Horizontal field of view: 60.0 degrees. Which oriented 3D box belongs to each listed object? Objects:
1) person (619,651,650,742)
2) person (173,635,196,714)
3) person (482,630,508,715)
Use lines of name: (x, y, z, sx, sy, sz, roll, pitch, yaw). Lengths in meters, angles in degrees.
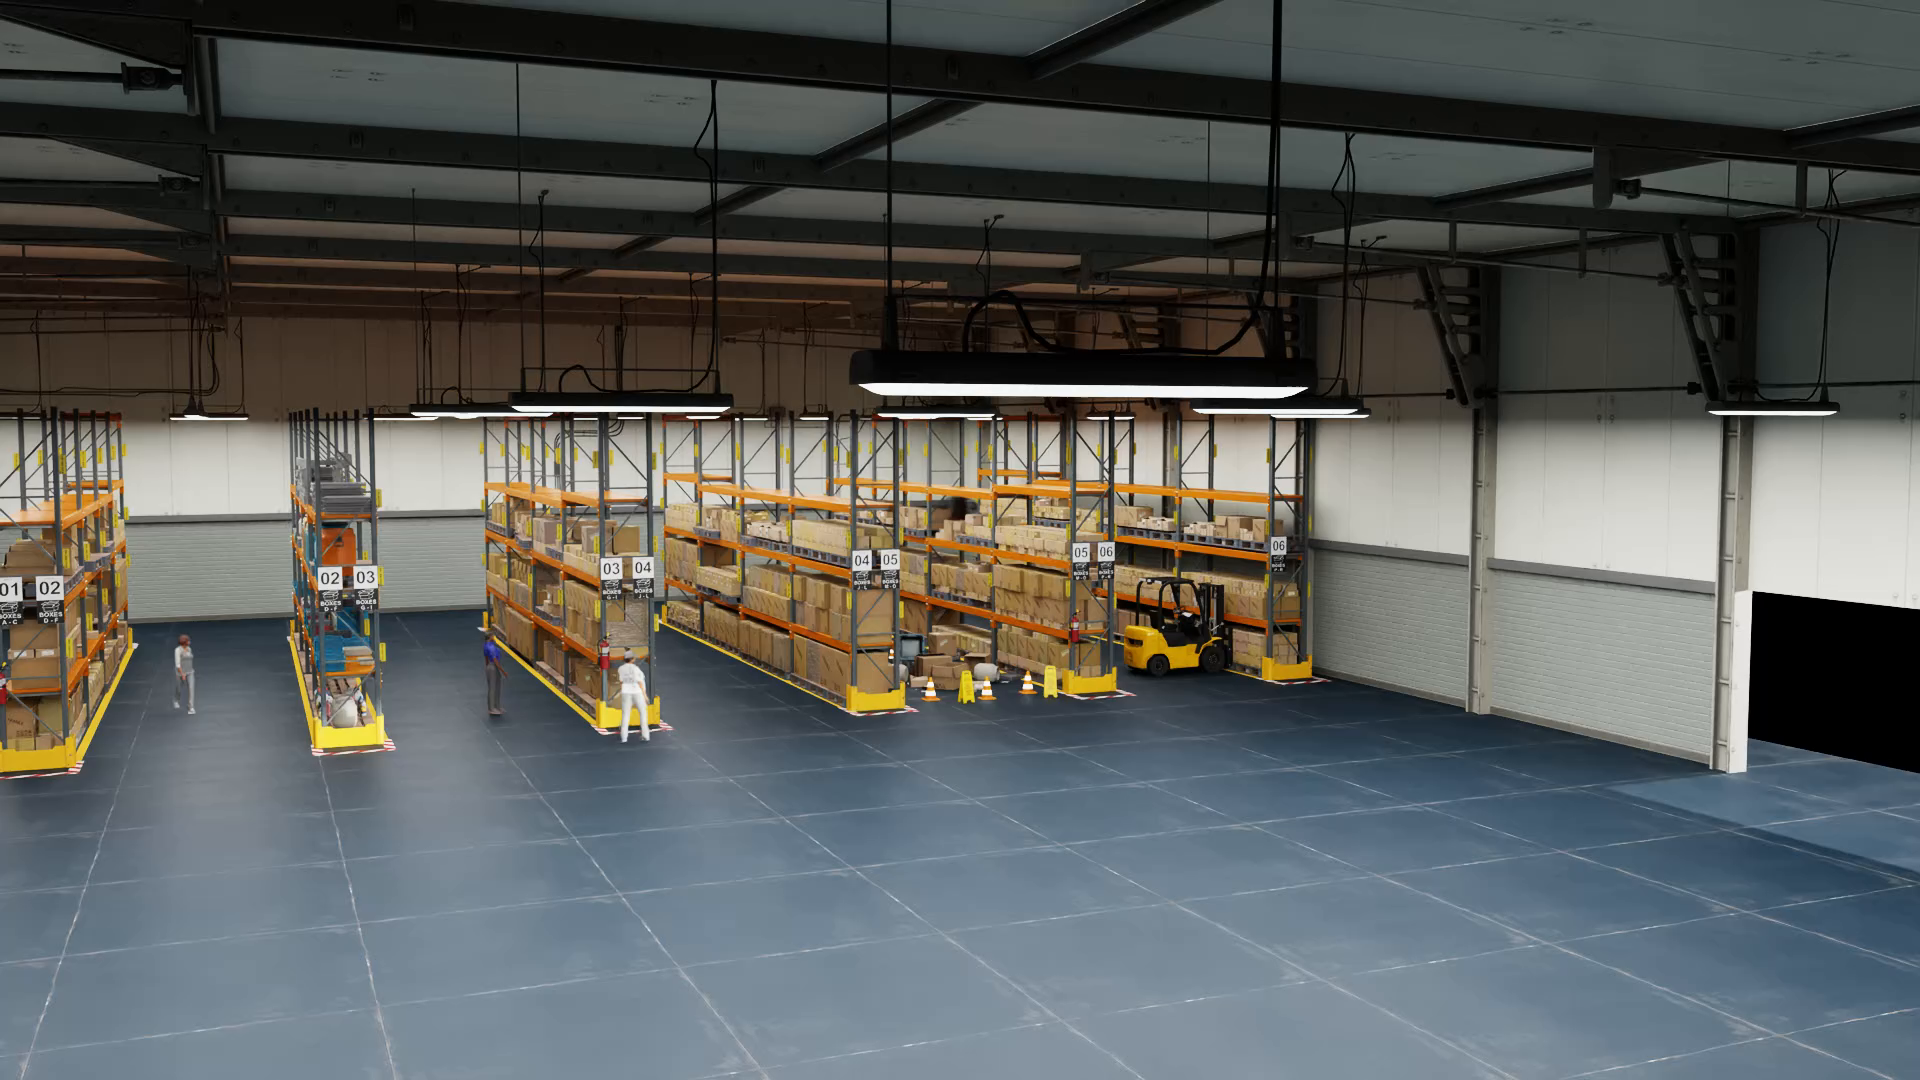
person: (-5.843, 2.800, 29.853, 0.556, 1.657, 0.446, 1, 4, 10)
person: (-15.340, 2.638, 32.862, 0.369, 1.549, 0.868, -3, 5, -37)
person: (-9.153, 2.609, 32.813, 0.508, 1.685, 0.523, 0, 4, -4)
